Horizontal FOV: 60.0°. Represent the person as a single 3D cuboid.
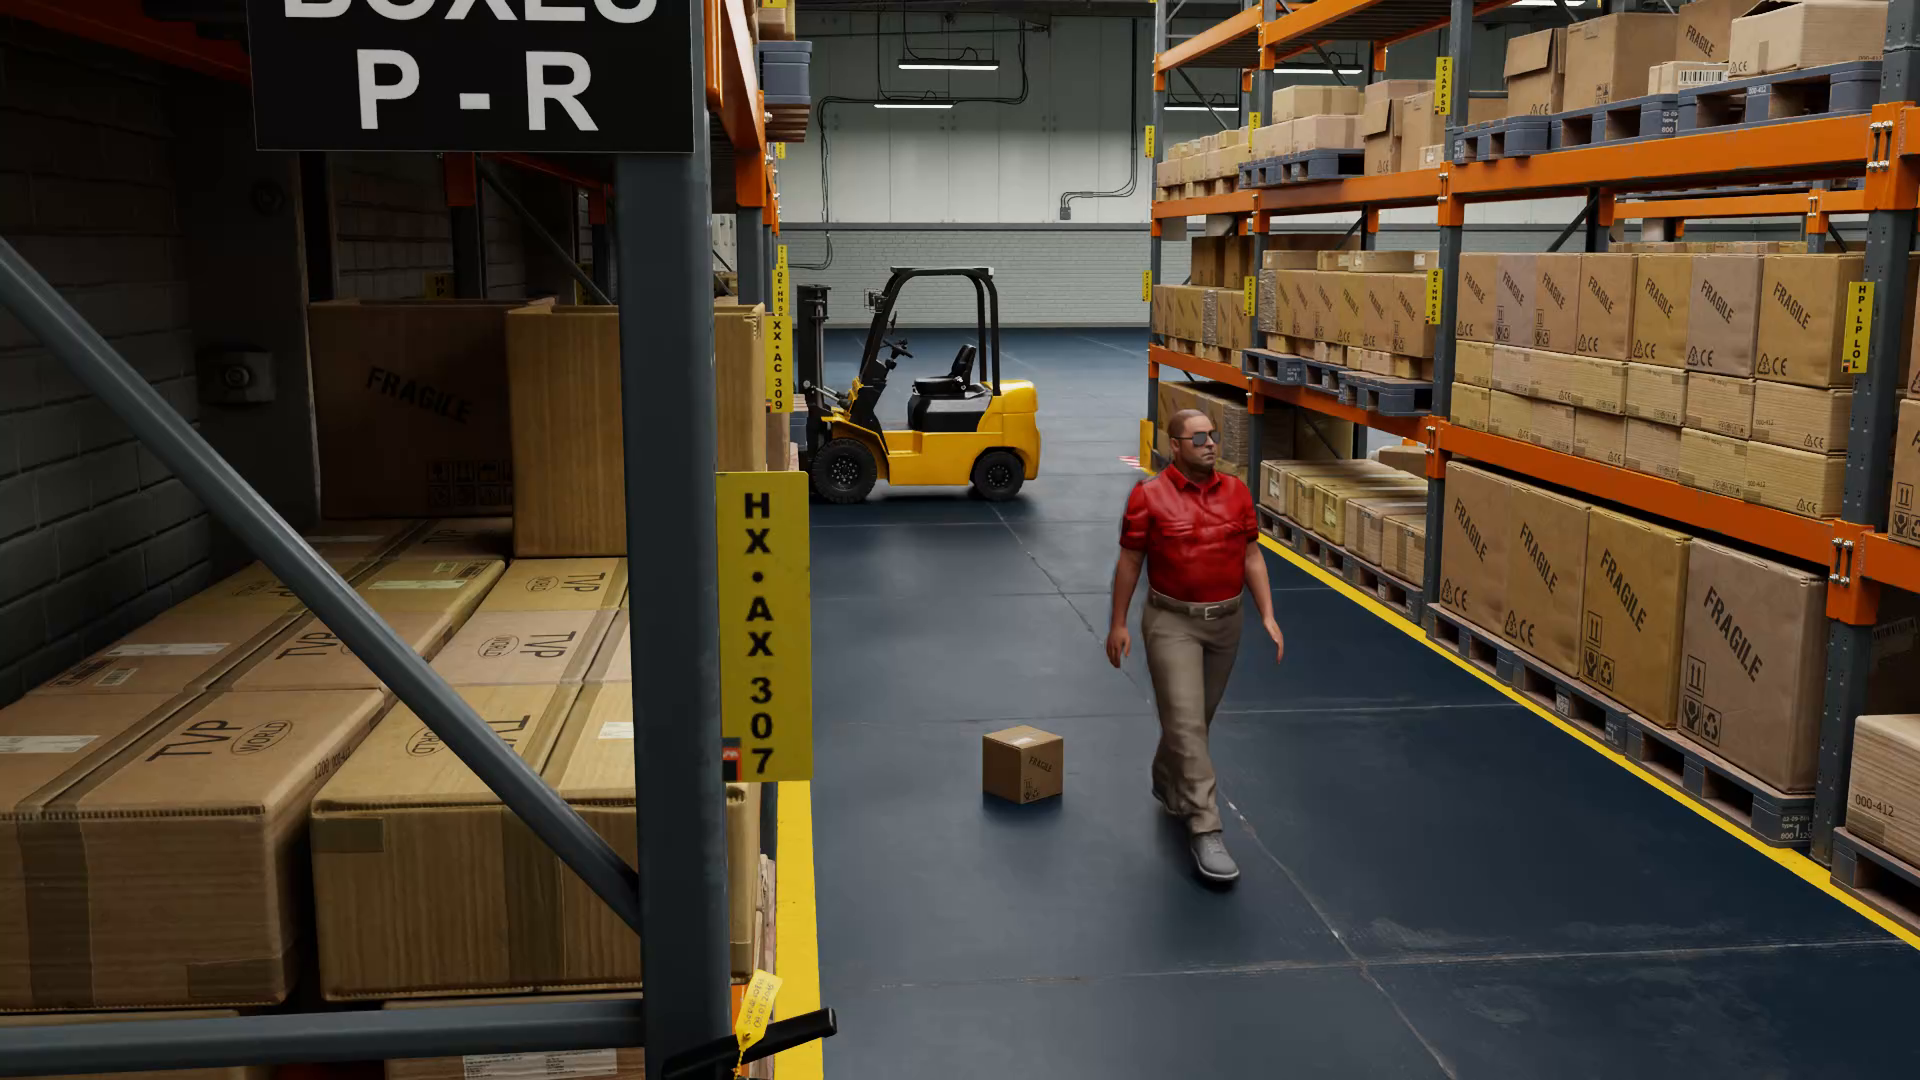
[{"bbox_3d":[0.949,0.343,6.403,0.586,1.677,0.973,-4,11,-22],"label":"person"}]
